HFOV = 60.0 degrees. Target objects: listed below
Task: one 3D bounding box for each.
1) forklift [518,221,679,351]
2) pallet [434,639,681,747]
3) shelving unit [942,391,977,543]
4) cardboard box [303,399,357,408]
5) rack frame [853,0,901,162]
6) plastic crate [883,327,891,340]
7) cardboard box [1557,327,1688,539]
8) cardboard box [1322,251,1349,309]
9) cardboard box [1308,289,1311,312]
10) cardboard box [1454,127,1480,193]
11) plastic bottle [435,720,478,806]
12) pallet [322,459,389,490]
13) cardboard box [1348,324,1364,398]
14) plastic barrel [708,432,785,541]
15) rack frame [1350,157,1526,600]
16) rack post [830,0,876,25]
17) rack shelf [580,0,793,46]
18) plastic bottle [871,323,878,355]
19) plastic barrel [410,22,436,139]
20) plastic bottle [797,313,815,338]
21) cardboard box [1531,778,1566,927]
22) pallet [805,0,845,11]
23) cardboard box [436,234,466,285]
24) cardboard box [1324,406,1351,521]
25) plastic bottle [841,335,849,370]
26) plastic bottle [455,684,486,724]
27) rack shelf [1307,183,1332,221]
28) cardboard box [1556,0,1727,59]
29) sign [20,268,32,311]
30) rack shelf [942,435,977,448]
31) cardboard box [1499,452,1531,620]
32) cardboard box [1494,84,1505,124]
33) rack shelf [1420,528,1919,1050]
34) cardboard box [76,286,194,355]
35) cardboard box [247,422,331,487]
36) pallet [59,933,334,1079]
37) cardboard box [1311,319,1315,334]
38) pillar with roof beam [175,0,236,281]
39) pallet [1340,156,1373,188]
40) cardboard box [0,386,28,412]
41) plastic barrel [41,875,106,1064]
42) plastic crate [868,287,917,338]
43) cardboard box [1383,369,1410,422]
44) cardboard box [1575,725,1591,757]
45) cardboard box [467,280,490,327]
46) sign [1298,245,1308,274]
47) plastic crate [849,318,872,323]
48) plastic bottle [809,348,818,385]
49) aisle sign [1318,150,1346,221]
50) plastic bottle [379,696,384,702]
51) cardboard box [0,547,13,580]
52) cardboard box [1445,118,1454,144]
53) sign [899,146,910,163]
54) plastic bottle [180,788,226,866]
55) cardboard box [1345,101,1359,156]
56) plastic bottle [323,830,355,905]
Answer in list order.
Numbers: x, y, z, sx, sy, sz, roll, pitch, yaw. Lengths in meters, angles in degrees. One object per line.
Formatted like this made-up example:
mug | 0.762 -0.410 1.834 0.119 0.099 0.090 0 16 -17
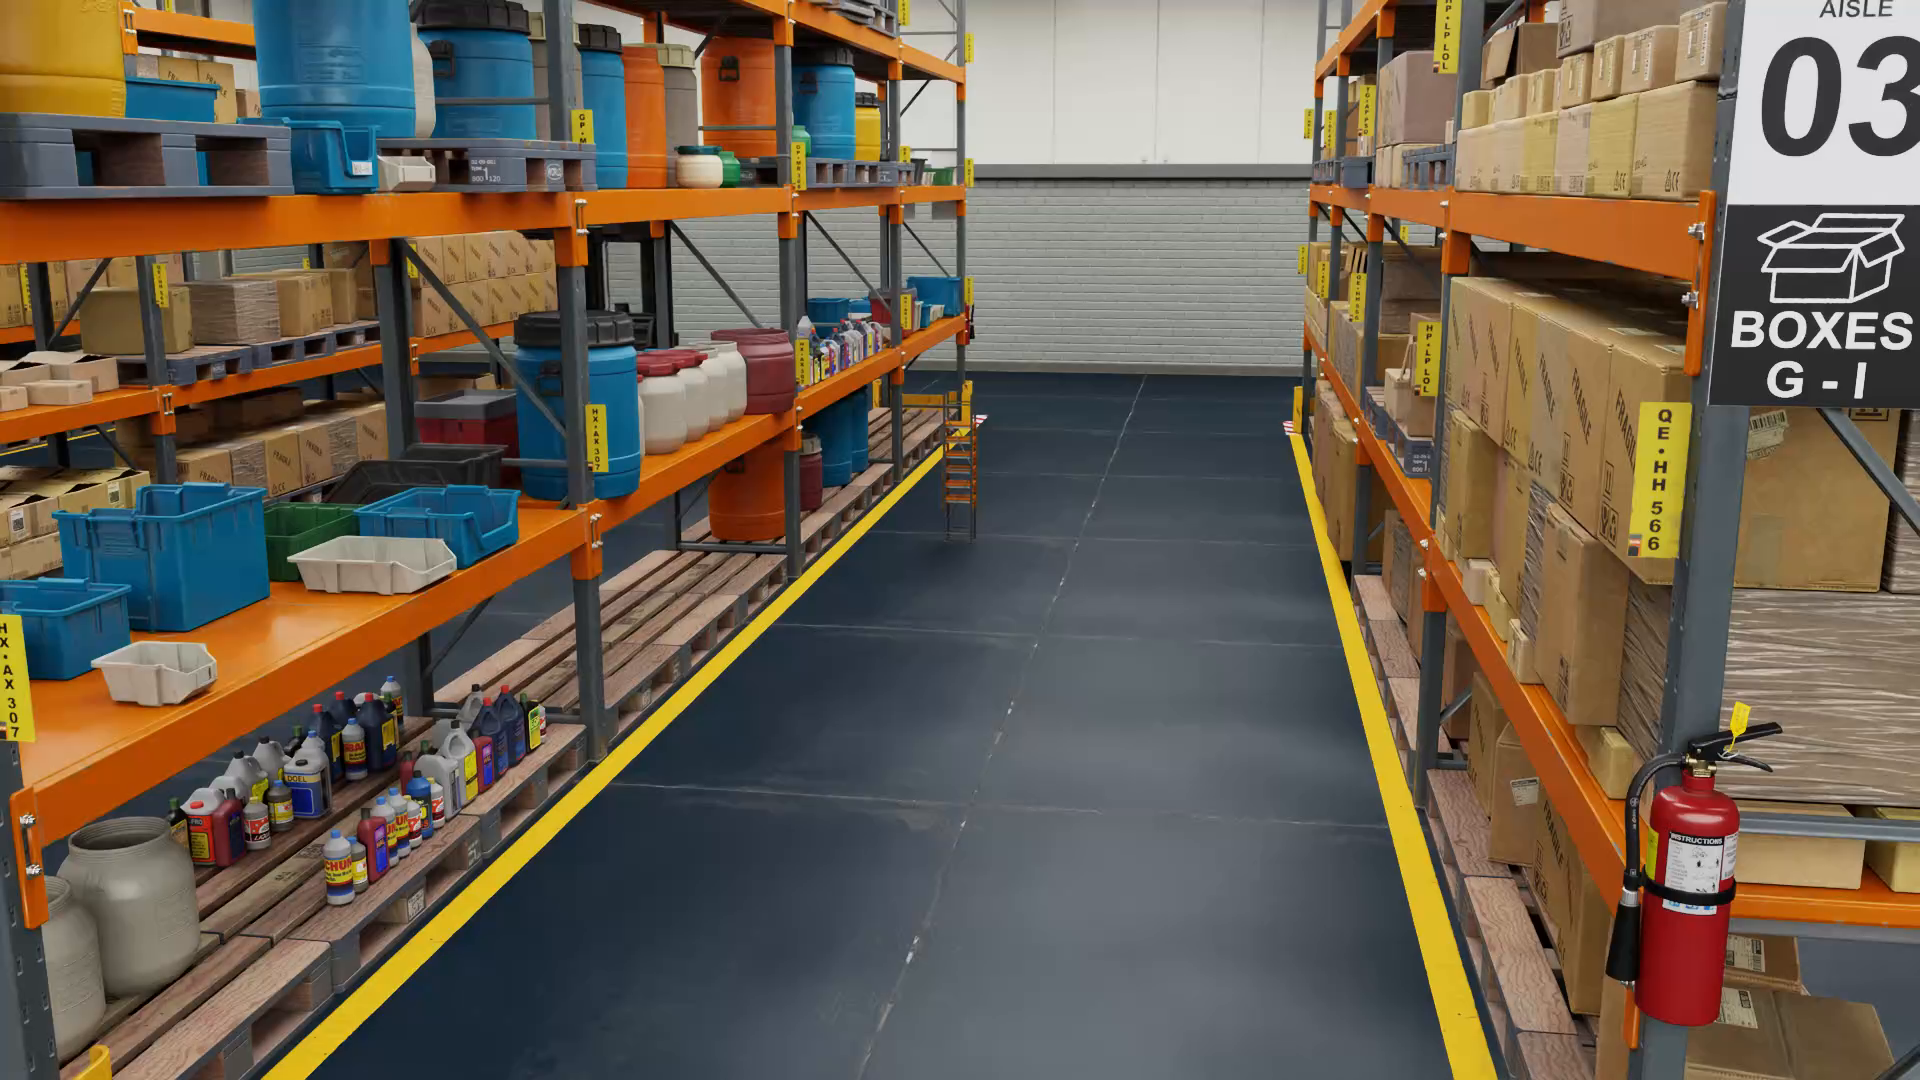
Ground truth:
forklift | -3.408 -1.969 15.675 1.130 2.935 3.031 4 13 17
pallet | -2.202 0.825 9.164 1.003 0.211 1.213 2 12 9
shelving unit | -0.002 -0.584 13.353 0.258 1.200 0.189 2 12 9
cardboard box | -6.264 -1.100 16.368 0.500 0.500 0.500 1 12 6
rack frame | -1.054 -4.971 15.201 1.000 3.000 0.127 2 12 9
plastic crate | -0.842 -2.031 16.282 0.396 0.136 0.243 2 12 9
cardboard box | 1.906 -0.290 4.402 0.500 0.500 0.500 2 12 9
cardboard box | 3.646 -2.421 15.478 0.500 0.500 0.500 2 12 10
cardboard box | 4.041 -2.583 18.010 0.500 0.250 0.500 2 12 8
cardboard box | 2.287 -1.520 6.664 0.500 0.250 0.500 1 12 6
plastic bottle | -2.178 0.957 7.175 0.144 0.351 0.185 2 12 8
pallet | -6.036 -0.666 16.084 1.003 0.211 1.213 2 12 9
cardboard box | 3.138 -1.309 12.209 0.500 0.500 0.500 2 12 8
plastic barrel | -1.611 -0.453 12.629 0.600 0.830 0.708 2 12 9
rack frame | 3.224 -1.045 11.225 1.000 3.000 0.127 2 12 9
rack post | -1.240 -4.301 13.279 0.937 0.300 0.954 3 13 15
rack shelf | -1.977 -3.175 9.523 1.077 0.370 4.000 2 12 9
plastic bottle | -0.786 -1.839 15.186 0.061 0.283 0.133 2 12 9
plastic barrel | -2.545 -2.016 7.347 0.421 0.512 0.421 0 12 0
plastic bottle | -1.435 -1.943 15.508 0.144 0.351 0.185 2 12 9
cardboard box | 2.410 1.137 6.034 0.500 0.500 0.500 1 12 4
pallet | -1.528 -4.000 12.091 1.213 0.211 1.003 2 12 9
cardboard box | -5.519 -2.934 17.377 0.500 0.500 0.500 1 12 7
cardboard box | 3.496 -0.540 12.927 1.225 0.875 0.875 2 12 9
plastic bottle | -0.976 -1.582 13.992 0.061 0.283 0.133 2 12 9
plastic bottle | -2.242 0.845 7.694 0.144 0.351 0.185 2 12 9
rack shelf | 4.147 -3.409 16.780 1.077 0.370 4.000 2 12 9
cardboard box | 1.982 -1.616 4.622 0.500 0.500 0.500 2 12 9
sign | -7.101 -1.910 12.676 0.100 0.325 0.005 2 12 9
rack shelf | -0.002 -0.775 13.312 0.258 0.103 0.180 2 12 9
cardboard box | 2.272 -0.002 5.441 0.875 0.500 0.500 2 12 9
cardboard box | 2.218 -1.629 6.224 0.380 0.149 0.250 2 12 9
rack shelf | 2.302 0.555 5.505 1.077 0.370 4.000 2 12 9
cardboard box | -6.578 -1.756 13.288 0.700 0.500 0.500 -2 12 -10
cardboard box | -5.979 -0.768 14.826 0.500 0.500 0.500 1 12 7
pallet | -2.805 1.636 5.400 1.003 0.211 1.213 2 12 9
cardboard box | 3.839 -2.205 17.199 0.380 0.149 0.250 2 12 7
pillar with roof beam | -6.414 -6.576 22.645 9.100 9.000 0.400 2 12 9
pallet | 3.271 -2.555 11.558 1.213 0.211 1.003 2 12 11
cardboard box | -6.704 -0.977 11.504 0.380 0.149 0.250 3 12 13
plastic barrel | -2.874 1.331 5.107 0.421 0.512 0.421 0 12 0
plastic crate | -0.669 -2.277 16.645 0.402 0.464 0.583 2 12 9
cardboard box | 2.739 -0.836 9.612 0.500 0.250 0.500 2 12 7
cardboard box | 1.914 0.519 4.560 0.380 0.149 0.250 2 12 9
cardboard box | -5.446 -2.557 18.000 0.500 0.500 0.500 2 12 8
sign | 3.907 -3.192 18.942 0.100 0.325 0.005 2 12 9
plastic crate | -1.148 -2.175 16.977 0.437 0.125 0.590 2 12 9
plastic bottle | -1.147 -1.351 12.920 0.061 0.283 0.133 2 12 9
aisle sign | 4.169 -4.006 18.793 0.394 0.787 0.004 2 12 9
plastic bottle | -2.783 0.853 8.014 0.097 0.201 0.097 0 12 0
cardboard box | -6.636 0.208 10.937 0.500 0.250 0.500 2 12 10
cardboard box | 2.799 -2.164 8.851 0.380 0.166 0.250 2 12 7
sign | -0.511 -3.491 15.431 0.100 0.325 0.005 2 12 9
plastic bottle | -2.985 1.128 6.562 0.152 0.276 0.135 2 12 9
cardboard box | 3.901 -3.812 15.472 0.700 0.500 0.500 1 12 5
plastic bottle | -2.313 1.211 6.187 0.097 0.271 0.097 0 12 0
